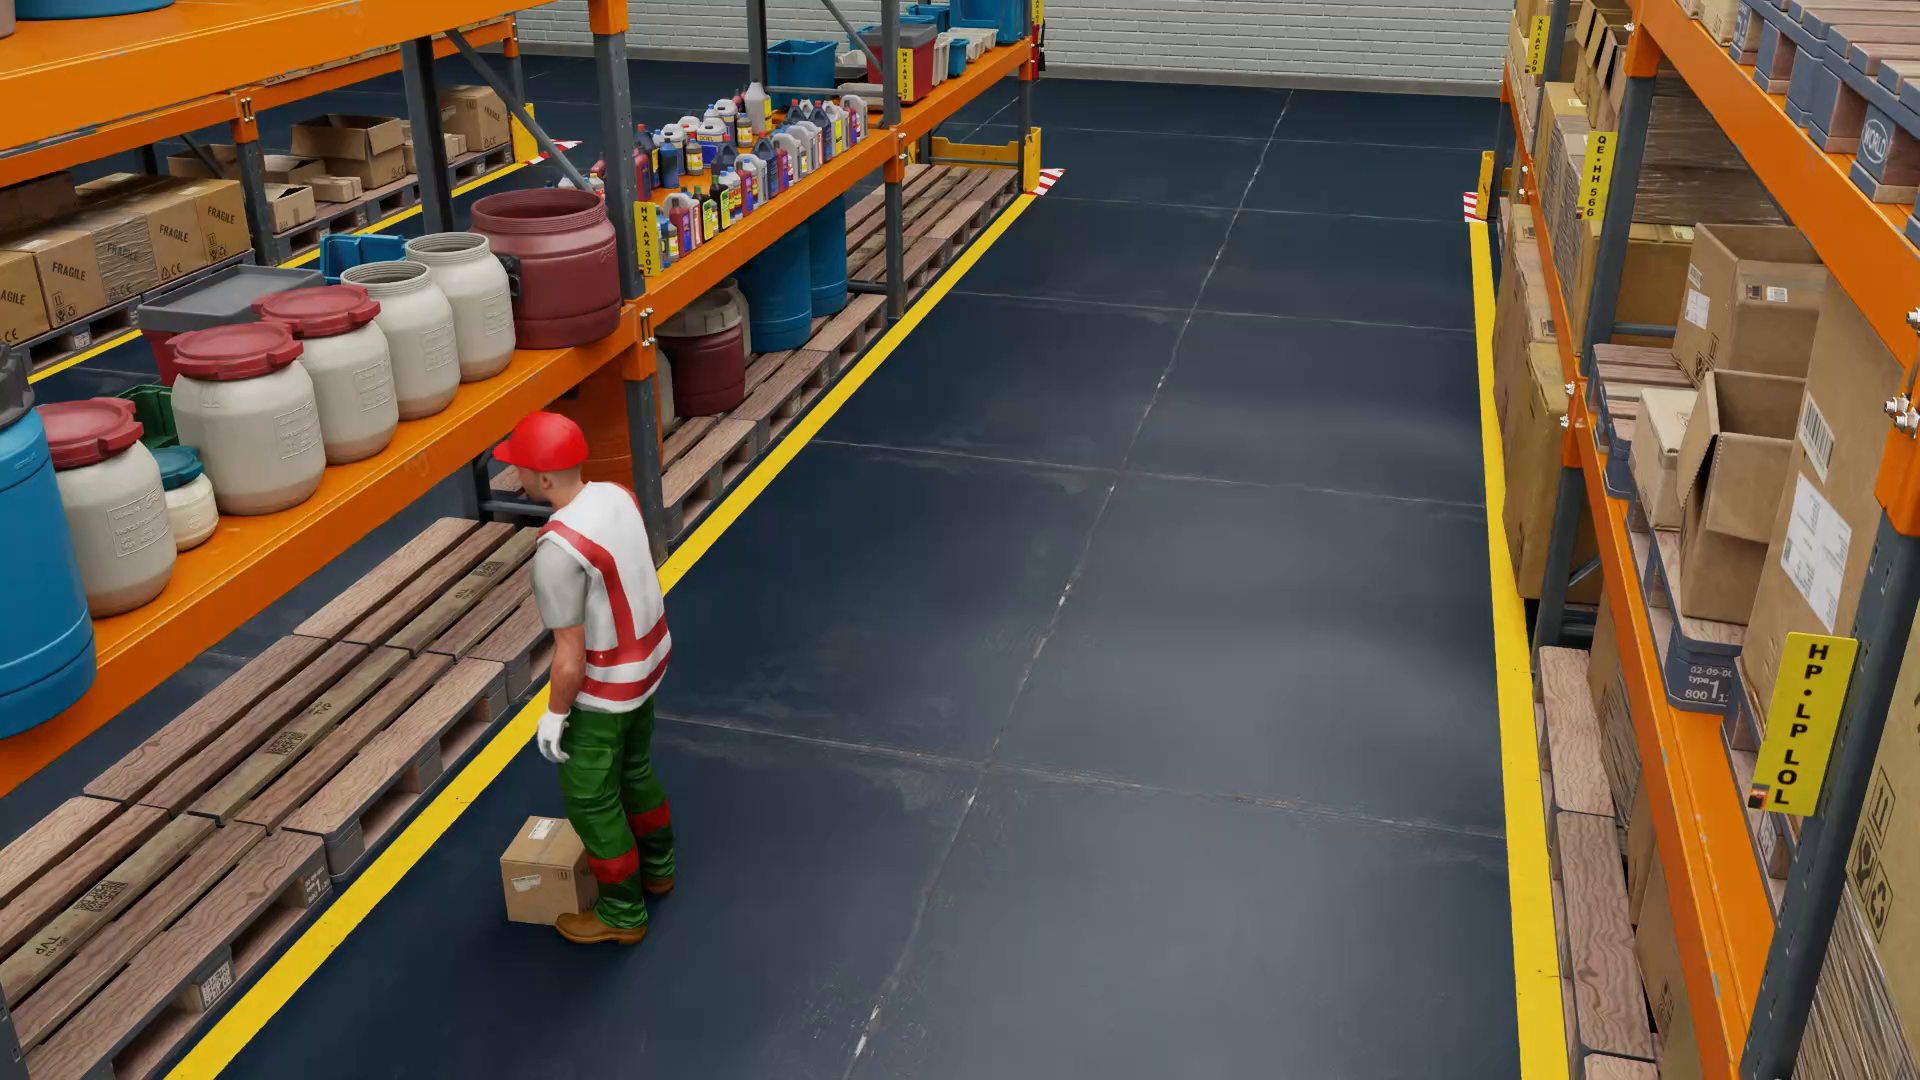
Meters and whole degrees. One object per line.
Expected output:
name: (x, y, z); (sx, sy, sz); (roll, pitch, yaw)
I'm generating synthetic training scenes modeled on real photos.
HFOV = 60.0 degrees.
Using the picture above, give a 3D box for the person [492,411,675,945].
person: (-1.132, 0.438, 5.159); (0.454, 1.776, 0.609); (6, 26, 13)
